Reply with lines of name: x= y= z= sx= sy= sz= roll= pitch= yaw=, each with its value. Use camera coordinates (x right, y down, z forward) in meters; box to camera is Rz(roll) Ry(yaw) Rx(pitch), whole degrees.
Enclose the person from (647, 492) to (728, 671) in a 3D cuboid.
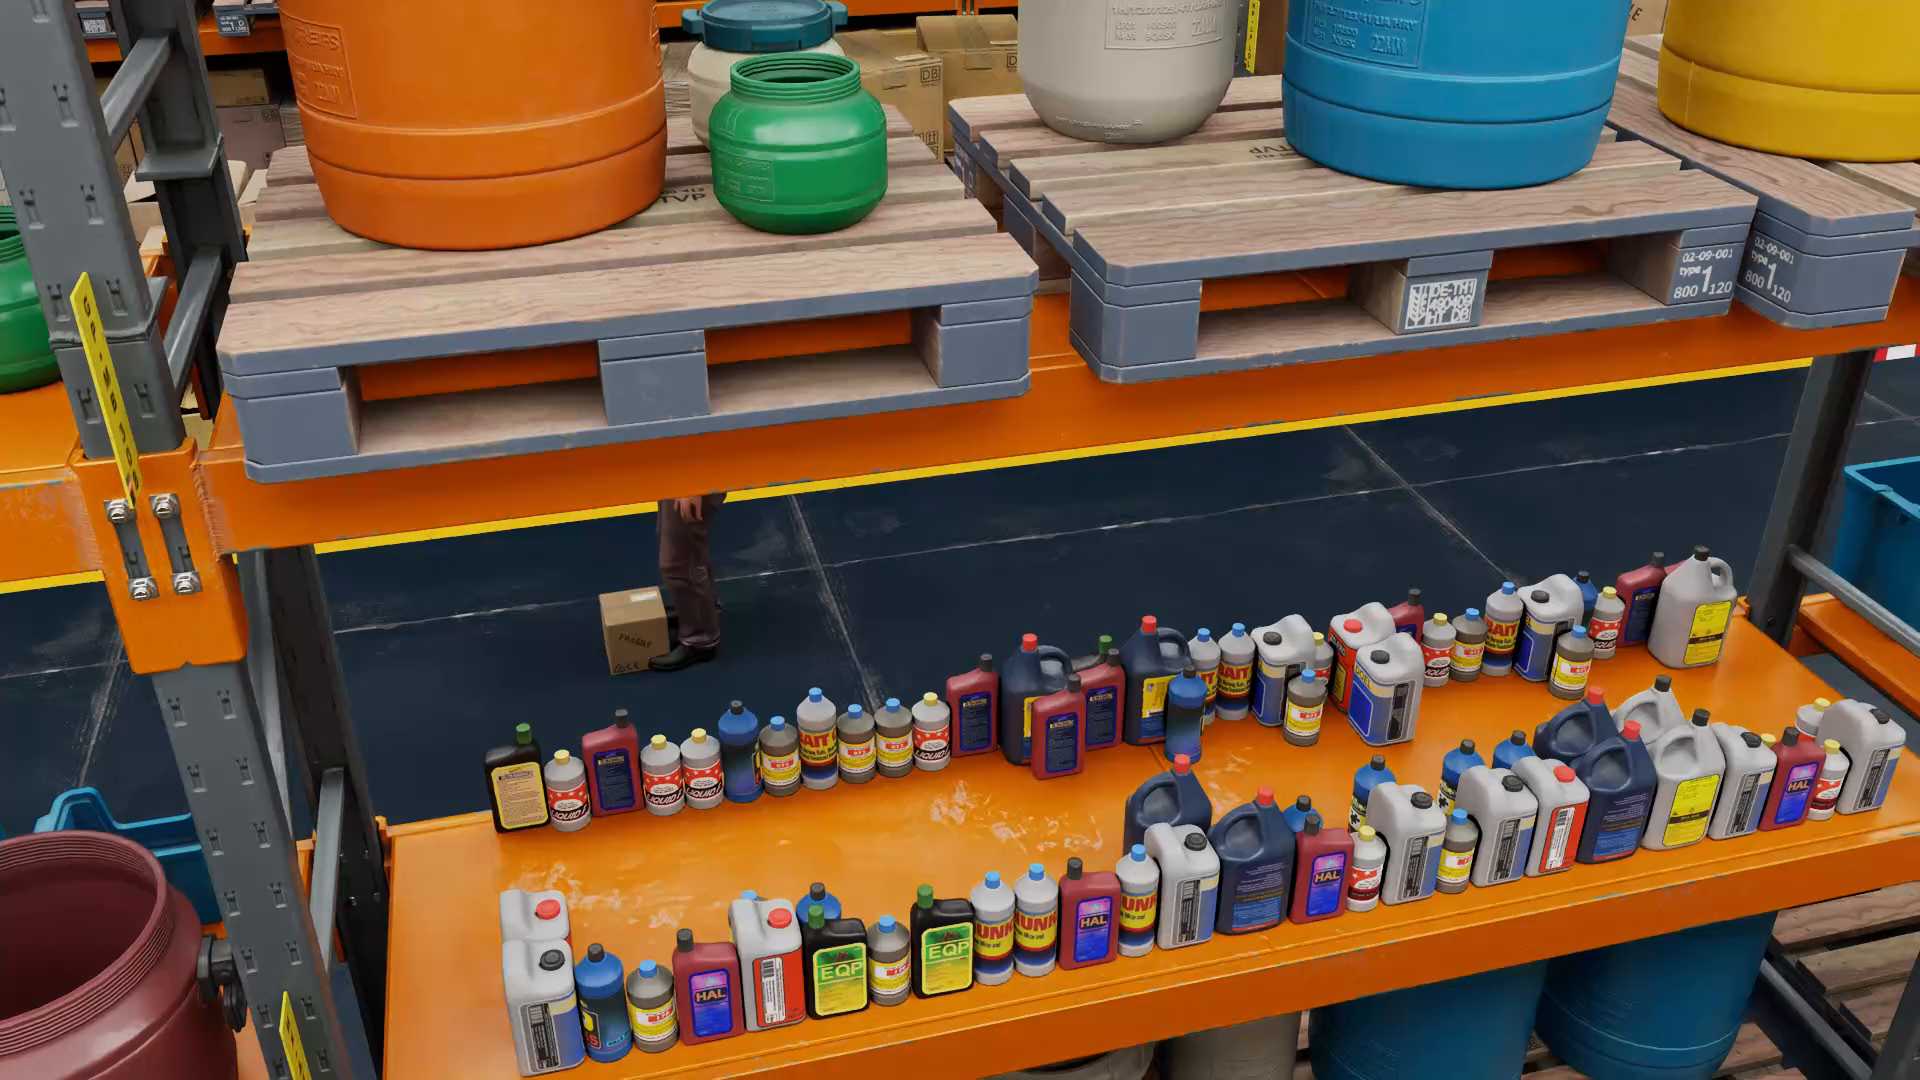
person: x=-1.113 y=-0.294 z=6.663 sx=0.475 sy=1.719 sz=0.581 roll=-9 pitch=31 yaw=-16
